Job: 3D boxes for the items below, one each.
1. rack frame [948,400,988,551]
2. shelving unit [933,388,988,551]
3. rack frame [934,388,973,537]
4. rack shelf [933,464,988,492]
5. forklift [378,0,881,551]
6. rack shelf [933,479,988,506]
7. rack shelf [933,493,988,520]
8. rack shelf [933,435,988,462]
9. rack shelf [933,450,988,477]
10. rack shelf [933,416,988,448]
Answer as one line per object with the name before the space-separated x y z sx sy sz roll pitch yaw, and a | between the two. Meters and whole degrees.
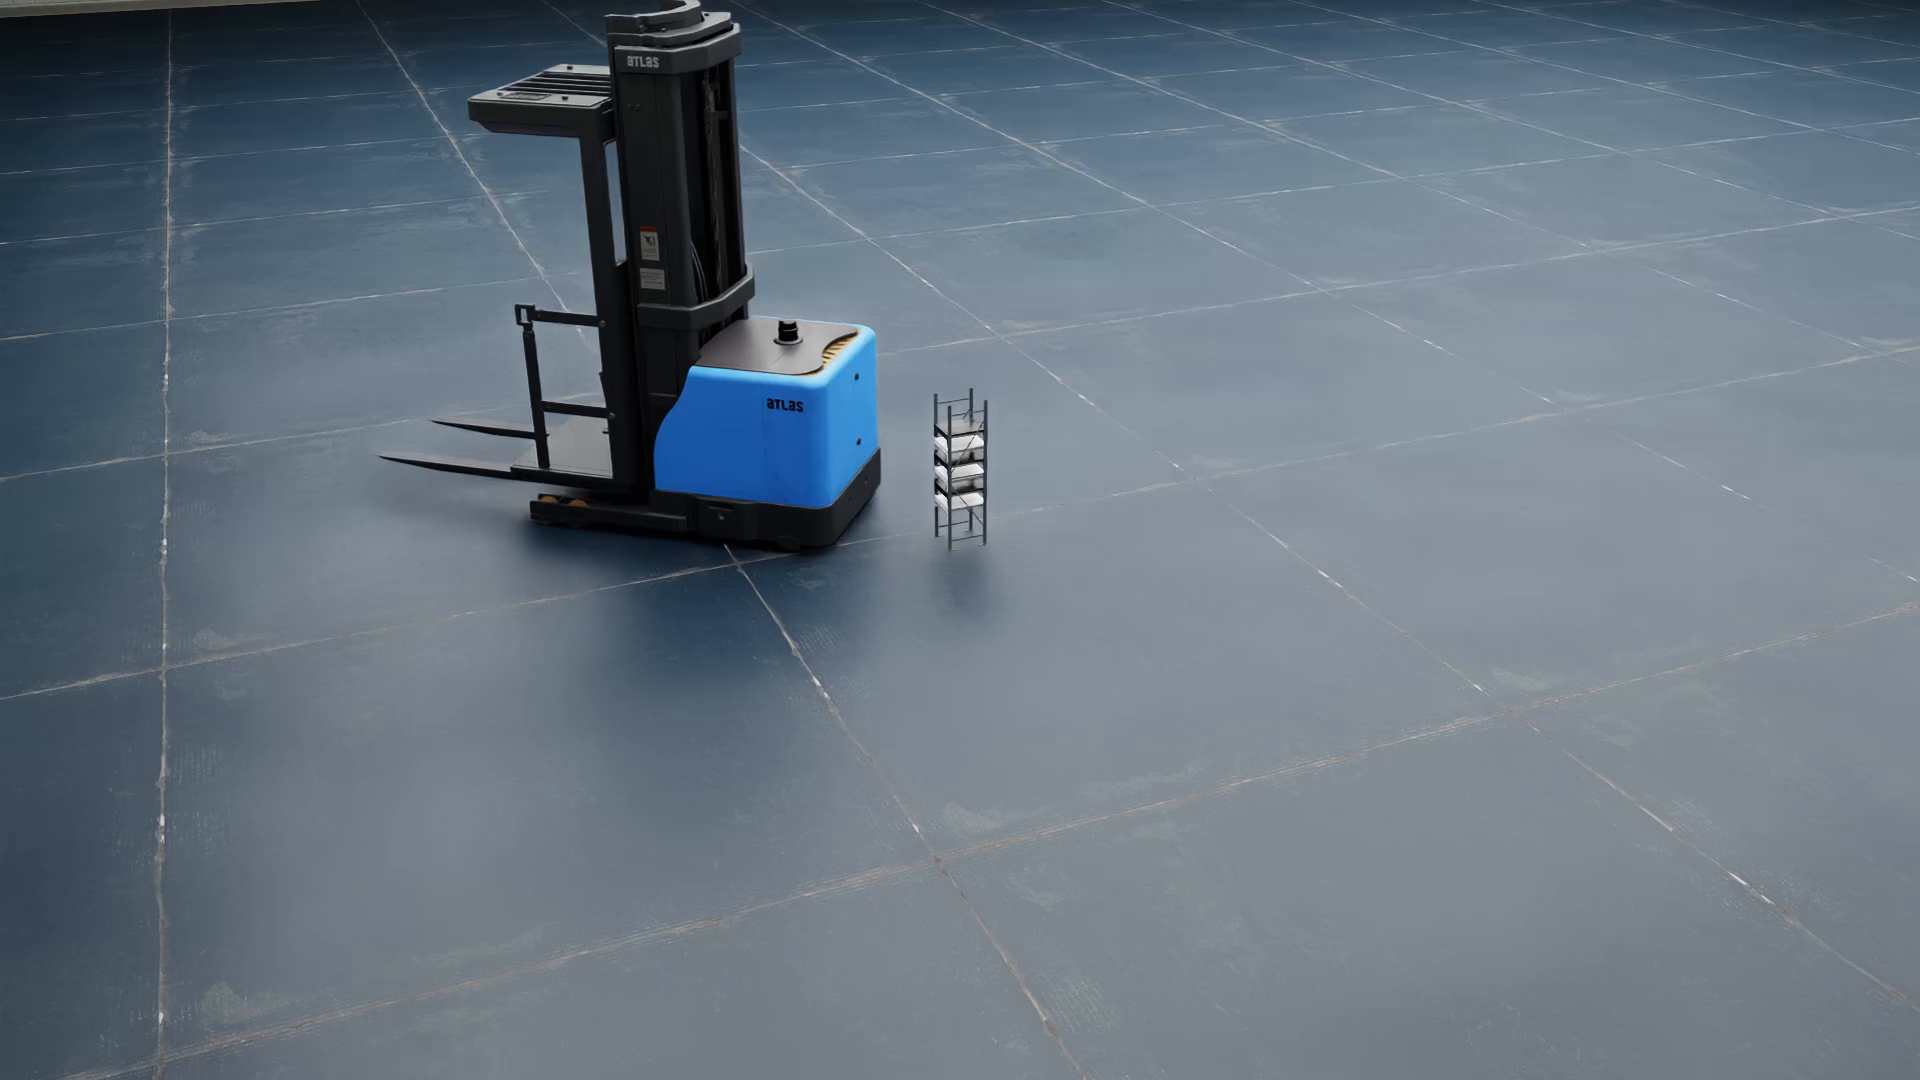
rack frame | 0.043 -0.360 9.462 0.240 0.900 0.006 -11 28 -21
shelving unit | 0.003 -0.401 9.546 0.258 0.900 0.210 -11 28 -21
rack frame | -0.037 -0.442 9.630 0.240 0.900 0.006 -11 28 -21
rack shelf | 0.003 -0.371 9.560 0.258 0.077 0.200 -11 28 -21
forklift | -2.064 -1.602 9.691 3.031 2.935 1.130 7 27 14
rack shelf | 0.003 -0.290 9.600 0.258 0.077 0.200 -11 28 -21
rack shelf | 0.003 -0.209 9.639 0.258 0.077 0.200 -11 28 -21
rack shelf | 0.003 -0.533 9.481 0.258 0.077 0.200 -11 28 -21
rack shelf | 0.003 -0.452 9.521 0.258 0.077 0.200 -11 28 -21
rack shelf | 0.003 -0.614 9.442 0.258 0.077 0.200 -11 28 -21
